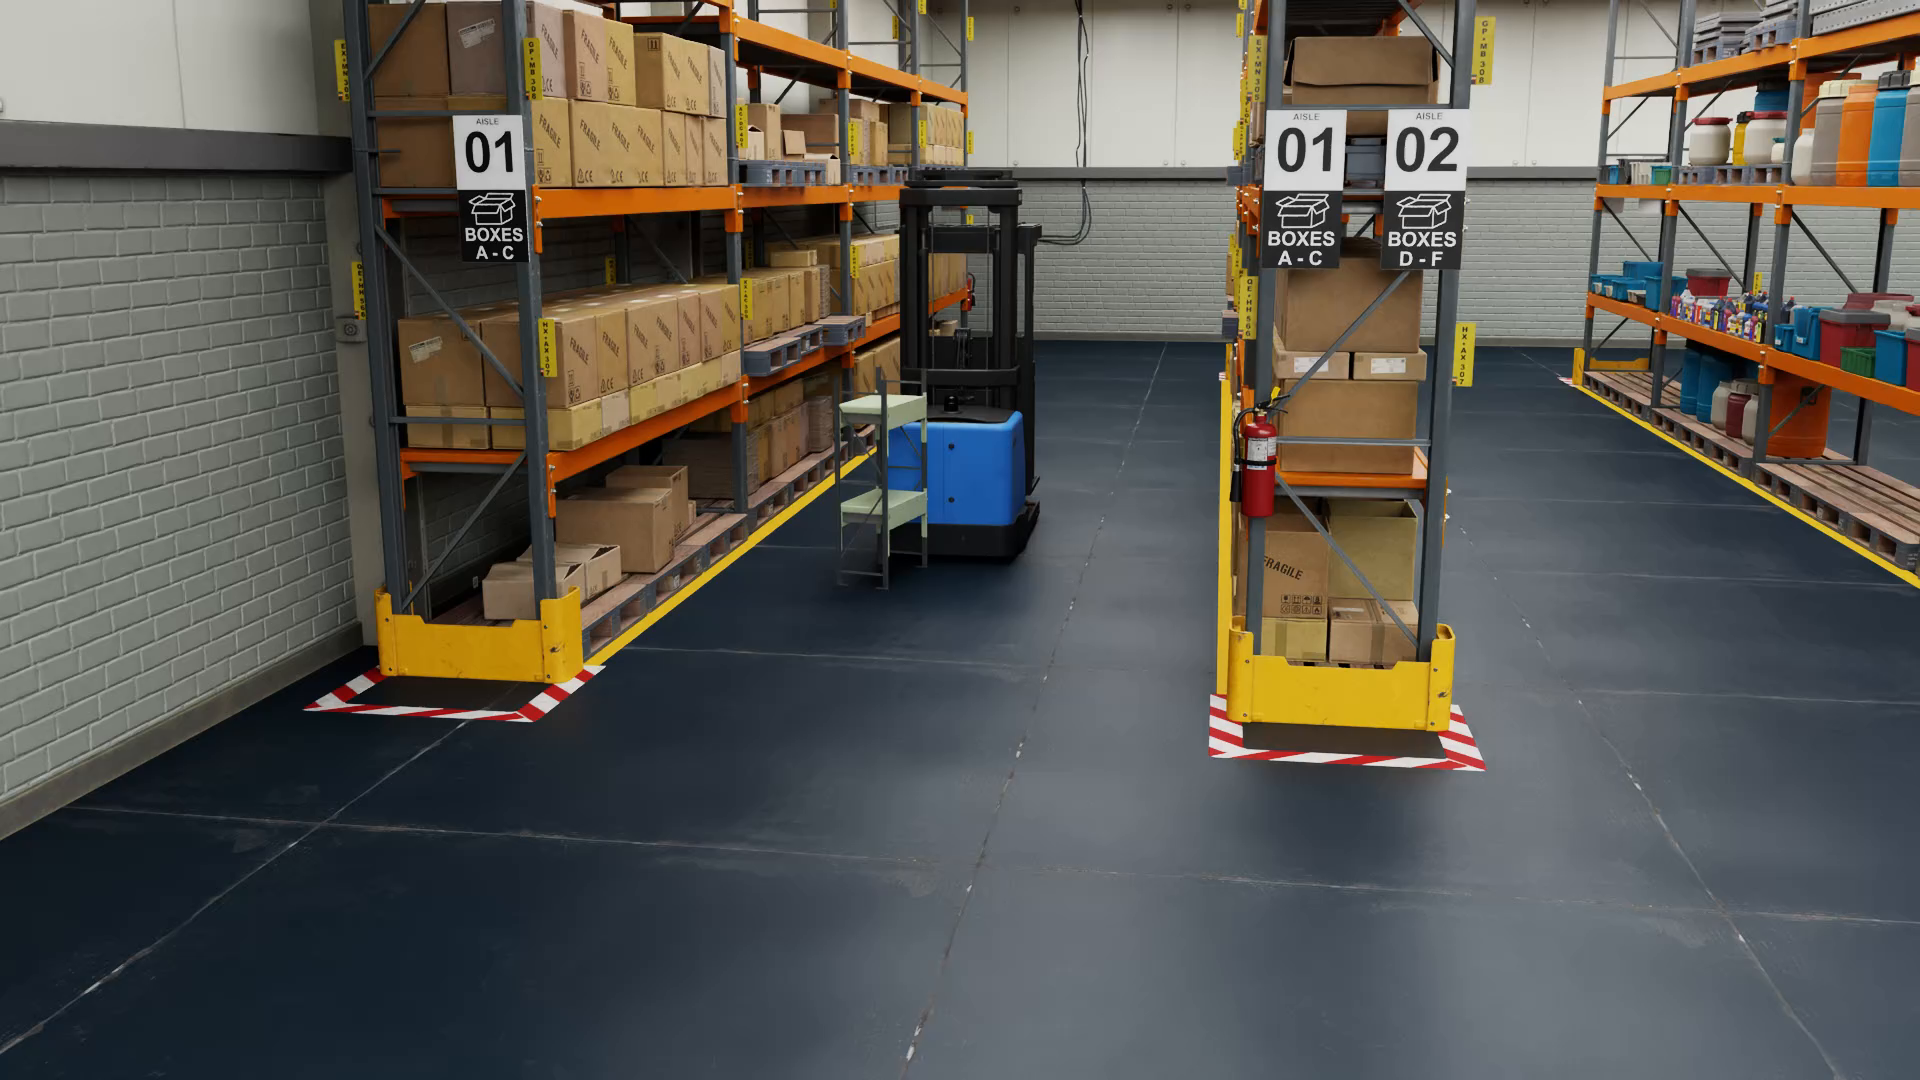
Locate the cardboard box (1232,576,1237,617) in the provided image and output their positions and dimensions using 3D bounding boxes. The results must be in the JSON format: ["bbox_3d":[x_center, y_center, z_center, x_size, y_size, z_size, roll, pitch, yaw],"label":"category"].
[{"bbox_3d":[1.901,0.401,10.040,0.500,0.250,0.500,2,12,9],"label":"cardboard box"}]

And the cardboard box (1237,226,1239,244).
[{"bbox_3d":[3.713,-3.661,20.750,0.500,0.500,0.500,2,12,9],"label":"cardboard box"}]

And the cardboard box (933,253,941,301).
[{"bbox_3d":[-0.787,-3.580,22.274,0.980,0.700,0.700,2,12,7],"label":"cardboard box"}]

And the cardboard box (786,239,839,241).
[{"bbox_3d":[-1.641,-3.225,18.565,0.500,0.250,0.500,2,12,7],"label":"cardboard box"}]

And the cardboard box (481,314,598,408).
[{"bbox_3d":[-2.479,-1.064,9.839,0.500,0.500,0.500,2,12,9],"label":"cardboard box"}]

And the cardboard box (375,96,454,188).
[{"bbox_3d":[-3.036,-2.291,9.601,0.500,0.500,0.500,3,12,13],"label":"cardboard box"}]

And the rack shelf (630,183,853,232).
[{"bbox_3d":[-1.927,-3.035,15.044,1.077,0.370,4.000,2,12,9],"label":"rack shelf"}]

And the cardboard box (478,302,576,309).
[{"bbox_3d":[-2.825,-1.292,10.895,0.500,0.500,0.500,2,12,7],"label":"cardboard box"}]

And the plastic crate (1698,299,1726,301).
[{"bbox_3d":[8.998,-2.841,20.040,0.396,0.136,0.243,2,12,9],"label":"plastic crate"}]

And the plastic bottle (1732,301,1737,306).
[{"bbox_3d":[8.918,-2.659,19.183,0.097,0.201,0.097,0,12,0],"label":"plastic bottle"}]

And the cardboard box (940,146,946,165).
[{"bbox_3d":[-0.473,-5.165,22.339,0.500,0.250,0.500,2,12,7],"label":"cardboard box"}]

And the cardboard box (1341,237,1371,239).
[{"bbox_3d":[2.599,-1.935,12.035,0.700,0.500,0.500,2,12,9],"label":"cardboard box"}]

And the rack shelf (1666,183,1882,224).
[{"bbox_3d":[8.477,-3.547,17.418,1.077,0.370,4.000,2,12,9],"label":"rack shelf"}]

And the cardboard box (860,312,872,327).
[{"bbox_3d":[-1.168,-2.389,18.010,0.380,0.149,0.250,2,12,10],"label":"cardboard box"}]

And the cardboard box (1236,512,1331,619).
[{"bbox_3d":[1.834,0.139,9.477,0.500,0.500,0.500,2,12,9],"label":"cardboard box"}]

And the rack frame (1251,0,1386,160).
[{"bbox_3d":[2.661,-4.277,11.979,1.000,3.000,0.127,2,12,9],"label":"rack frame"}]

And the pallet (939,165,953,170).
[{"bbox_3d":[-0.678,-5.016,22.737,1.003,0.211,1.213,2,12,9],"label":"pallet"}]

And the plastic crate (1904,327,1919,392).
[{"bbox_3d":[7.327,-1.325,12.370,0.402,0.464,0.583,2,12,9],"label":"plastic crate"}]

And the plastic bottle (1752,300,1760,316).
[{"bbox_3d":[8.784,-2.512,18.335,0.097,0.271,0.097,0,12,0],"label":"plastic bottle"}]

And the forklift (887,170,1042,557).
[{"bbox_3d":[0.088,-1.564,13.794,1.130,2.935,3.031,2,12,8],"label":"forklift"}]

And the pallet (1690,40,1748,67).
[{"bbox_3d":[8.688,-5.320,18.217,1.003,0.211,1.213,2,12,9],"label":"pallet"}]

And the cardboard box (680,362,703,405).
[{"bbox_3d":[-2.155,-1.123,11.895,0.500,0.250,0.500,2,12,8],"label":"cardboard box"}]

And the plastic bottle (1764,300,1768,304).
[{"bbox_3d":[8.910,-2.514,18.334,0.152,0.276,0.135,2,12,9],"label":"plastic bottle"}]

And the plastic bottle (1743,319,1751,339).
[{"bbox_3d":[7.897,-2.108,16.628,0.097,0.201,0.097,0,12,0],"label":"plastic bottle"}]

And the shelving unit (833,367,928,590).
[{"bbox_3d":[-0.567,-0.467,12.099,0.431,1.500,0.755,5,13,21],"label":"shelving unit"}]

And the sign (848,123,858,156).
[{"bbox_3d":[-1.084,-4.038,16.762,0.100,0.325,0.005,2,12,9],"label":"sign"}]

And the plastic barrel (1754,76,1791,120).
[{"bbox_3d":[8.674,-4.405,17.506,0.600,0.901,0.708,2,12,9],"label":"plastic barrel"}]

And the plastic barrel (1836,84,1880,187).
[{"bbox_3d":[7.728,-3.392,13.973,0.600,0.830,0.708,2,12,9],"label":"plastic barrel"}]

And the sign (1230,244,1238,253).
[{"bbox_3d":[3.354,-3.449,20.322,0.100,0.325,0.005,2,12,9],"label":"sign"}]

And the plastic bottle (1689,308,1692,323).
[{"bbox_3d":[8.206,-2.527,18.572,0.097,0.201,0.097,0,12,0],"label":"plastic bottle"}]

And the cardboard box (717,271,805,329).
[{"bbox_3d":[-1.852,-2.242,15.497,0.700,0.500,0.500,2,12,9],"label":"cardboard box"}]

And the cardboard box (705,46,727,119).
[{"bbox_3d":[-2.044,-3.405,12.394,0.500,0.500,0.500,1,12,4],"label":"cardboard box"}]

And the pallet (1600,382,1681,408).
[{"bbox_3d":[9.045,-1.894,21.782,1.003,0.211,1.213,2,12,9],"label":"pallet"}]

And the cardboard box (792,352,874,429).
[{"bbox_3d":[-1.377,-1.640,18.089,0.750,0.750,0.750,2,12,8],"label":"cardboard box"}]

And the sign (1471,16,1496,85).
[{"bbox_3d":[2.593,-2.425,8.242,0.100,0.325,0.005,2,12,9],"label":"sign"}]

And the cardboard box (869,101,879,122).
[{"bbox_3d":[-1.269,-5.087,19.798,0.500,0.250,0.500,3,12,13],"label":"cardboard box"}]

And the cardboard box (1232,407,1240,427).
[{"bbox_3d":[2.833,-1.103,15.691,0.500,0.311,0.500,2,12,7],"label":"cardboard box"}]

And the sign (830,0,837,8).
[{"bbox_3d":[-1.549,-6.659,20.440,0.100,0.325,0.005,2,12,9],"label":"sign"}]

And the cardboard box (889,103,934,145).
[{"bbox_3d":[-0.618,-5.322,21.292,0.500,0.500,0.500,2,12,8],"label":"cardboard box"}]

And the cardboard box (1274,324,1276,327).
[{"bbox_3d":[2.152,-1.286,10.565,0.380,0.149,0.250,2,12,8],"label":"cardboard box"}]

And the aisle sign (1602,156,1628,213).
[{"bbox_3d":[9.118,-4.976,23.294,0.394,0.787,0.004,2,12,9],"label":"aisle sign"}]

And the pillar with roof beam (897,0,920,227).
[{"bbox_3d":[3.425,-7.385,26.402,9.100,9.000,0.400,2,12,9],"label":"pillar with roof beam"}]

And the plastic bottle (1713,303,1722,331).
[{"bbox_3d":[8.035,-2.361,17.605,0.061,0.283,0.133,2,12,9],"label":"plastic bottle"}]

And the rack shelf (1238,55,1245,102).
[{"bbox_3d":[4.199,-6.005,21.715,1.077,0.370,4.000,2,12,9],"label":"rack shelf"}]

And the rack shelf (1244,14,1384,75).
[{"bbox_3d":[2.968,-4.146,14.029,1.077,0.370,4.000,2,12,9],"label":"rack shelf"}]

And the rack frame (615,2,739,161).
[{"bbox_3d":[-2.235,-4.437,12.720,1.000,3.000,0.127,2,12,9],"label":"rack frame"}]

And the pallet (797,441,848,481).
[{"bbox_3d":[-1.741,-0.811,16.755,1.003,0.211,1.213,2,12,9],"label":"pallet"}]

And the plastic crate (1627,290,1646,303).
[{"bbox_3d":[8.756,-3.121,21.339,0.293,0.136,0.466,2,12,9],"label":"plastic crate"}]

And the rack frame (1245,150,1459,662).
[{"bbox_3d":[2.045,-0.512,8.748,1.000,3.000,0.127,2,12,9],"label":"rack frame"}]

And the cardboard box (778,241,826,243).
[{"bbox_3d":[-1.723,-3.118,18.070,0.500,0.250,0.500,1,12,7],"label":"cardboard box"}]

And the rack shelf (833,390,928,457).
[{"bbox_3d":[-0.567,-0.848,12.016,0.431,0.370,0.720,5,13,21],"label":"rack shelf"}]

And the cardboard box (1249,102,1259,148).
[{"bbox_3d":[2.323,-3.037,11.779,0.500,0.500,0.500,3,13,13],"label":"cardboard box"}]

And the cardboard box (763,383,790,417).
[{"bbox_3d":[-1.902,-1.321,15.612,0.500,0.250,0.500,2,12,8],"label":"cardboard box"}]
